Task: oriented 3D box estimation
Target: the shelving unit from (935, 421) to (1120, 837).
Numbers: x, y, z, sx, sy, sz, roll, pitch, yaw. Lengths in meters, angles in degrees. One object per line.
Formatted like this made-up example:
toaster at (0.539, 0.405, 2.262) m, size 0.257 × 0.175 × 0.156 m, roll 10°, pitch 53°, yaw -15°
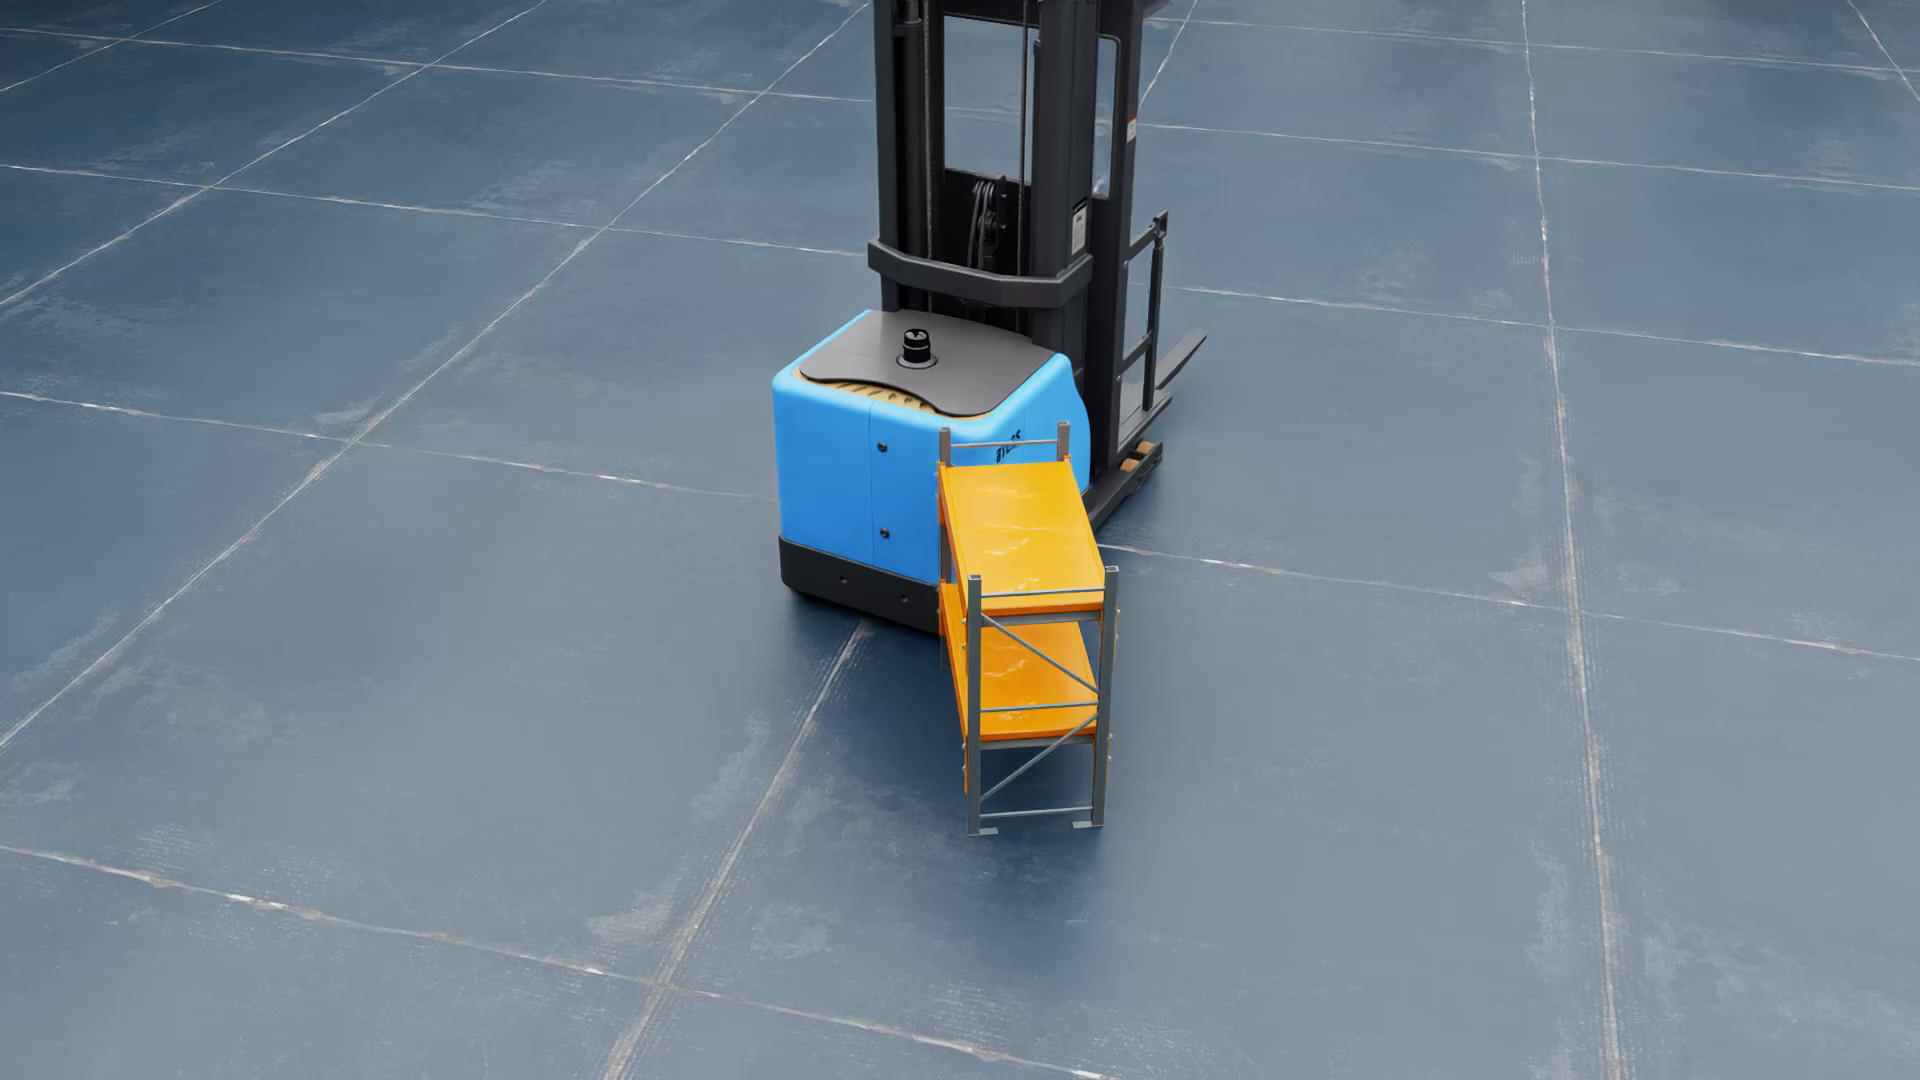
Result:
shelving unit at (0.223, 0.312, 6.211) m, size 0.538 × 1.125 × 1.048 m, roll -3°, pitch 33°, yaw -5°

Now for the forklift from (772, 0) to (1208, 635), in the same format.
forklift at (0.352, -1.572, 7.491) m, size 1.130 × 2.935 × 3.031 m, roll 16°, pitch 36°, yaw 24°

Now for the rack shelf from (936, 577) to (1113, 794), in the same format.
rack shelf at (0.223, 0.518, 6.343) m, size 0.538 × 0.278 × 1.000 m, roll -3°, pitch 33°, yaw -5°

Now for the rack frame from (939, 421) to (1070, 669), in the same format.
rack frame at (0.170, 0.040, 6.638) m, size 0.500 × 1.125 × 0.032 m, roll -3°, pitch 33°, yaw -5°

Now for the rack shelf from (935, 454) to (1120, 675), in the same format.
rack shelf at (0.223, 0.065, 6.054) m, size 0.538 × 0.278 × 1.000 m, roll -3°, pitch 33°, yaw -5°

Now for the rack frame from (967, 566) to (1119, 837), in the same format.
rack frame at (0.276, 0.583, 5.785) m, size 0.500 × 1.125 × 0.032 m, roll -3°, pitch 33°, yaw -5°
